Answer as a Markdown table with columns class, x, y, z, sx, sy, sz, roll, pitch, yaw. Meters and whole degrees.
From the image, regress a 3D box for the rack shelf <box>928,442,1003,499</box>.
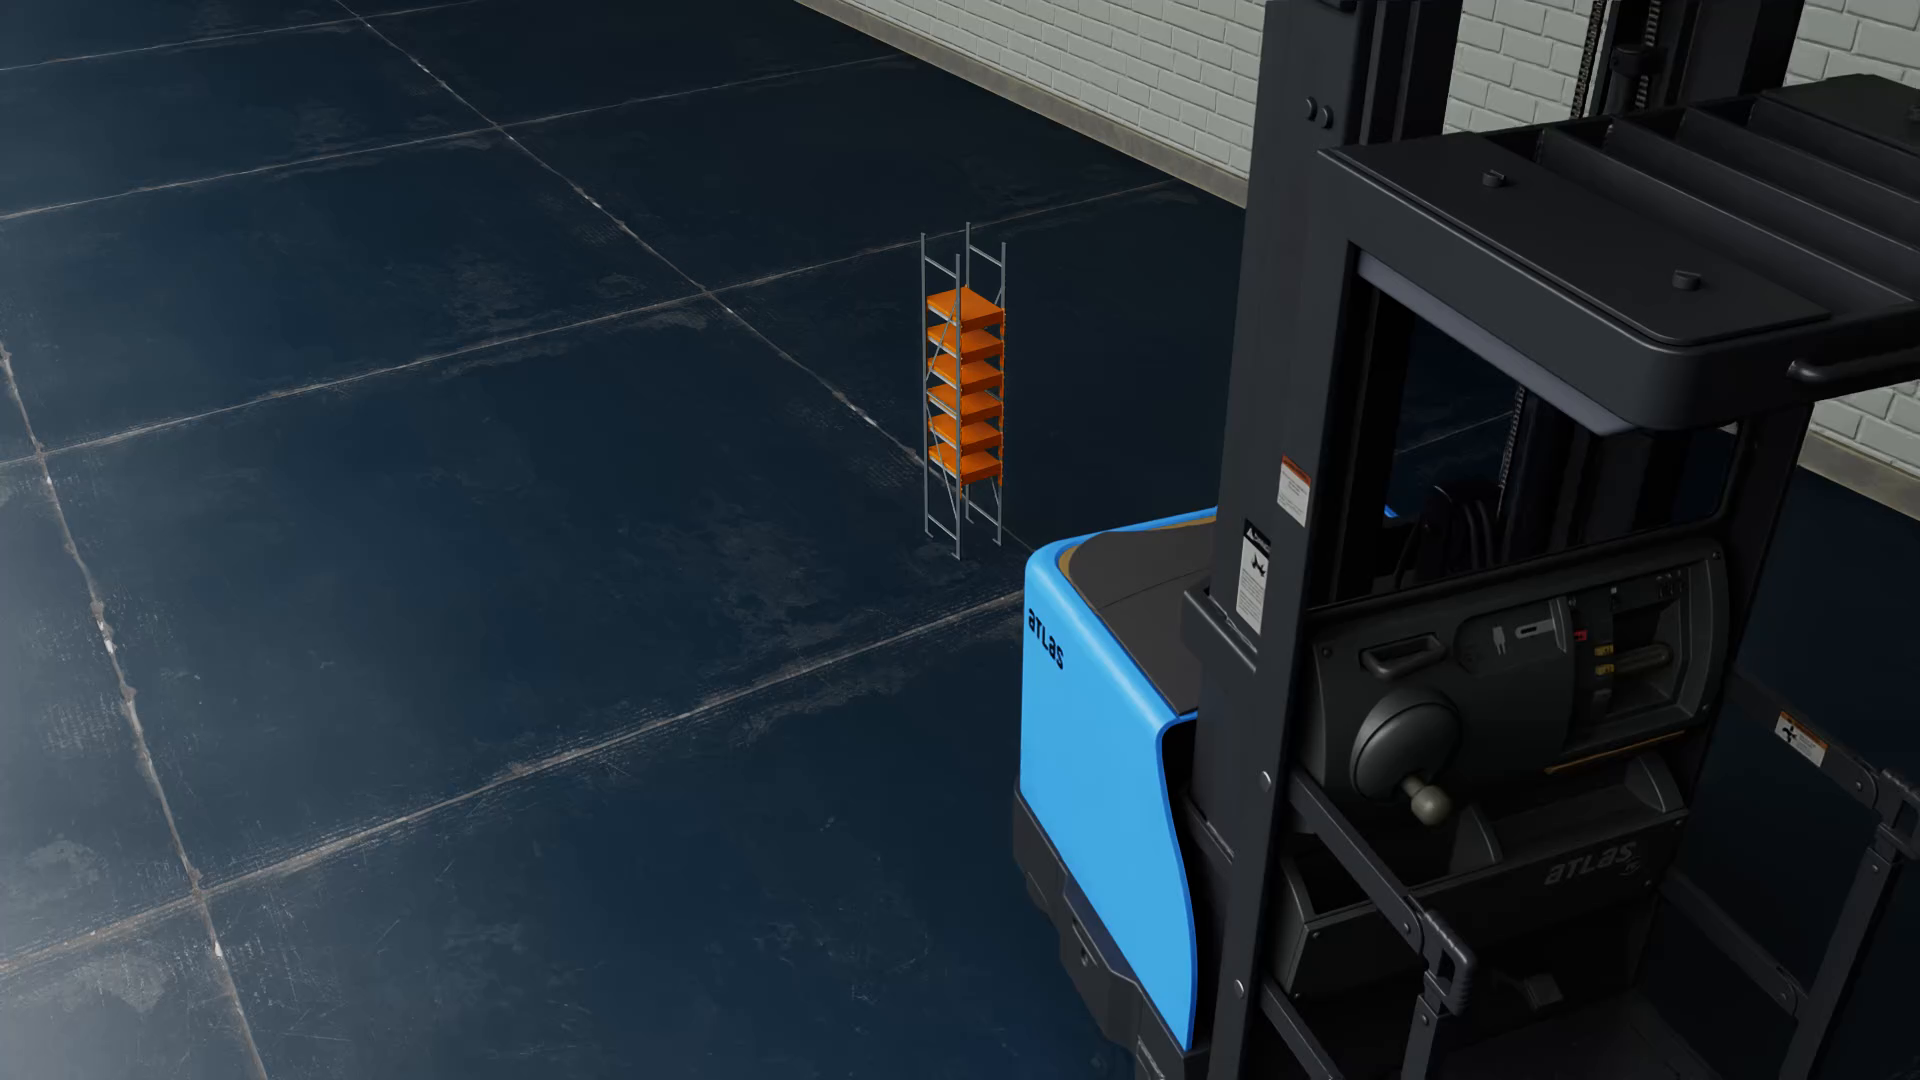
| class | x | y | z | sx | sy | sz | roll | pitch | yaw |
| --- | --- | --- | --- | --- | --- | --- | --- | --- | --- |
| rack shelf | 0.012 | -0.271 | 6.088 | 0.180 | 0.103 | 0.258 | -19 | 37 | -27 |

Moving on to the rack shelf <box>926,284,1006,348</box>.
| class | x | y | z | sx | sy | sz | roll | pitch | yaw |
| --- | --- | --- | --- | --- | --- | --- | --- | --- | --- |
| rack shelf | 0.012 | -0.779 | 5.768 | 0.180 | 0.103 | 0.258 | -19 | 37 | -27 |

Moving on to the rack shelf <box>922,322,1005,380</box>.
| class | x | y | z | sx | sy | sz | roll | pitch | yaw |
| --- | --- | --- | --- | --- | --- | --- | --- | --- | --- |
| rack shelf | 0.012 | -0.677 | 5.832 | 0.180 | 0.103 | 0.258 | -19 | 37 | -27 |

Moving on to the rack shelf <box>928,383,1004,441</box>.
| class | x | y | z | sx | sy | sz | roll | pitch | yaw |
| --- | --- | --- | --- | --- | --- | --- | --- | --- | --- |
| rack shelf | 0.012 | -0.474 | 5.960 | 0.180 | 0.103 | 0.258 | -19 | 37 | -27 |

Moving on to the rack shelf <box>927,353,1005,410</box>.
| class | x | y | z | sx | sy | sz | roll | pitch | yaw |
| --- | --- | --- | --- | --- | --- | --- | --- | --- | --- |
| rack shelf | 0.012 | -0.576 | 5.896 | 0.180 | 0.103 | 0.258 | -19 | 37 | -27 |

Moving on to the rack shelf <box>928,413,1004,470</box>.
| class | x | y | z | sx | sy | sz | roll | pitch | yaw |
| --- | --- | --- | --- | --- | --- | --- | --- | --- | --- |
| rack shelf | 0.012 | -0.373 | 6.024 | 0.180 | 0.103 | 0.258 | -19 | 37 | -27 |

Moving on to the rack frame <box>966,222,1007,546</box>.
| class | x | y | z | sx | sy | sz | roll | pitch | yaw |
| --- | --- | --- | --- | --- | --- | --- | --- | --- | --- |
| rack frame | 0.089 | -0.538 | 5.978 | 0.006 | 1.200 | 0.240 | -19 | 37 | -27 |

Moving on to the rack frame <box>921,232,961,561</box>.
| class | x | y | z | sx | sy | sz | roll | pitch | yaw |
| --- | --- | --- | --- | --- | --- | --- | --- | --- | --- |
| rack frame | -0.065 | -0.485 | 5.895 | 0.006 | 1.200 | 0.240 | -19 | 37 | -27 |

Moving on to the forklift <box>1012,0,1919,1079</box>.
| class | x | y | z | sx | sy | sz | roll | pitch | yaw |
| --- | --- | --- | --- | --- | --- | --- | --- | --- | --- |
| forklift | 1.157 | 0.322 | 2.993 | 1.130 | 2.935 | 3.031 | -12 | 34 | -18 |

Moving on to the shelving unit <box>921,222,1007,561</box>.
| class | x | y | z | sx | sy | sz | roll | pitch | yaw |
| --- | --- | --- | --- | --- | --- | --- | --- | --- | --- |
| shelving unit | 0.012 | -0.512 | 5.937 | 0.189 | 1.200 | 0.258 | -19 | 37 | -27 |
